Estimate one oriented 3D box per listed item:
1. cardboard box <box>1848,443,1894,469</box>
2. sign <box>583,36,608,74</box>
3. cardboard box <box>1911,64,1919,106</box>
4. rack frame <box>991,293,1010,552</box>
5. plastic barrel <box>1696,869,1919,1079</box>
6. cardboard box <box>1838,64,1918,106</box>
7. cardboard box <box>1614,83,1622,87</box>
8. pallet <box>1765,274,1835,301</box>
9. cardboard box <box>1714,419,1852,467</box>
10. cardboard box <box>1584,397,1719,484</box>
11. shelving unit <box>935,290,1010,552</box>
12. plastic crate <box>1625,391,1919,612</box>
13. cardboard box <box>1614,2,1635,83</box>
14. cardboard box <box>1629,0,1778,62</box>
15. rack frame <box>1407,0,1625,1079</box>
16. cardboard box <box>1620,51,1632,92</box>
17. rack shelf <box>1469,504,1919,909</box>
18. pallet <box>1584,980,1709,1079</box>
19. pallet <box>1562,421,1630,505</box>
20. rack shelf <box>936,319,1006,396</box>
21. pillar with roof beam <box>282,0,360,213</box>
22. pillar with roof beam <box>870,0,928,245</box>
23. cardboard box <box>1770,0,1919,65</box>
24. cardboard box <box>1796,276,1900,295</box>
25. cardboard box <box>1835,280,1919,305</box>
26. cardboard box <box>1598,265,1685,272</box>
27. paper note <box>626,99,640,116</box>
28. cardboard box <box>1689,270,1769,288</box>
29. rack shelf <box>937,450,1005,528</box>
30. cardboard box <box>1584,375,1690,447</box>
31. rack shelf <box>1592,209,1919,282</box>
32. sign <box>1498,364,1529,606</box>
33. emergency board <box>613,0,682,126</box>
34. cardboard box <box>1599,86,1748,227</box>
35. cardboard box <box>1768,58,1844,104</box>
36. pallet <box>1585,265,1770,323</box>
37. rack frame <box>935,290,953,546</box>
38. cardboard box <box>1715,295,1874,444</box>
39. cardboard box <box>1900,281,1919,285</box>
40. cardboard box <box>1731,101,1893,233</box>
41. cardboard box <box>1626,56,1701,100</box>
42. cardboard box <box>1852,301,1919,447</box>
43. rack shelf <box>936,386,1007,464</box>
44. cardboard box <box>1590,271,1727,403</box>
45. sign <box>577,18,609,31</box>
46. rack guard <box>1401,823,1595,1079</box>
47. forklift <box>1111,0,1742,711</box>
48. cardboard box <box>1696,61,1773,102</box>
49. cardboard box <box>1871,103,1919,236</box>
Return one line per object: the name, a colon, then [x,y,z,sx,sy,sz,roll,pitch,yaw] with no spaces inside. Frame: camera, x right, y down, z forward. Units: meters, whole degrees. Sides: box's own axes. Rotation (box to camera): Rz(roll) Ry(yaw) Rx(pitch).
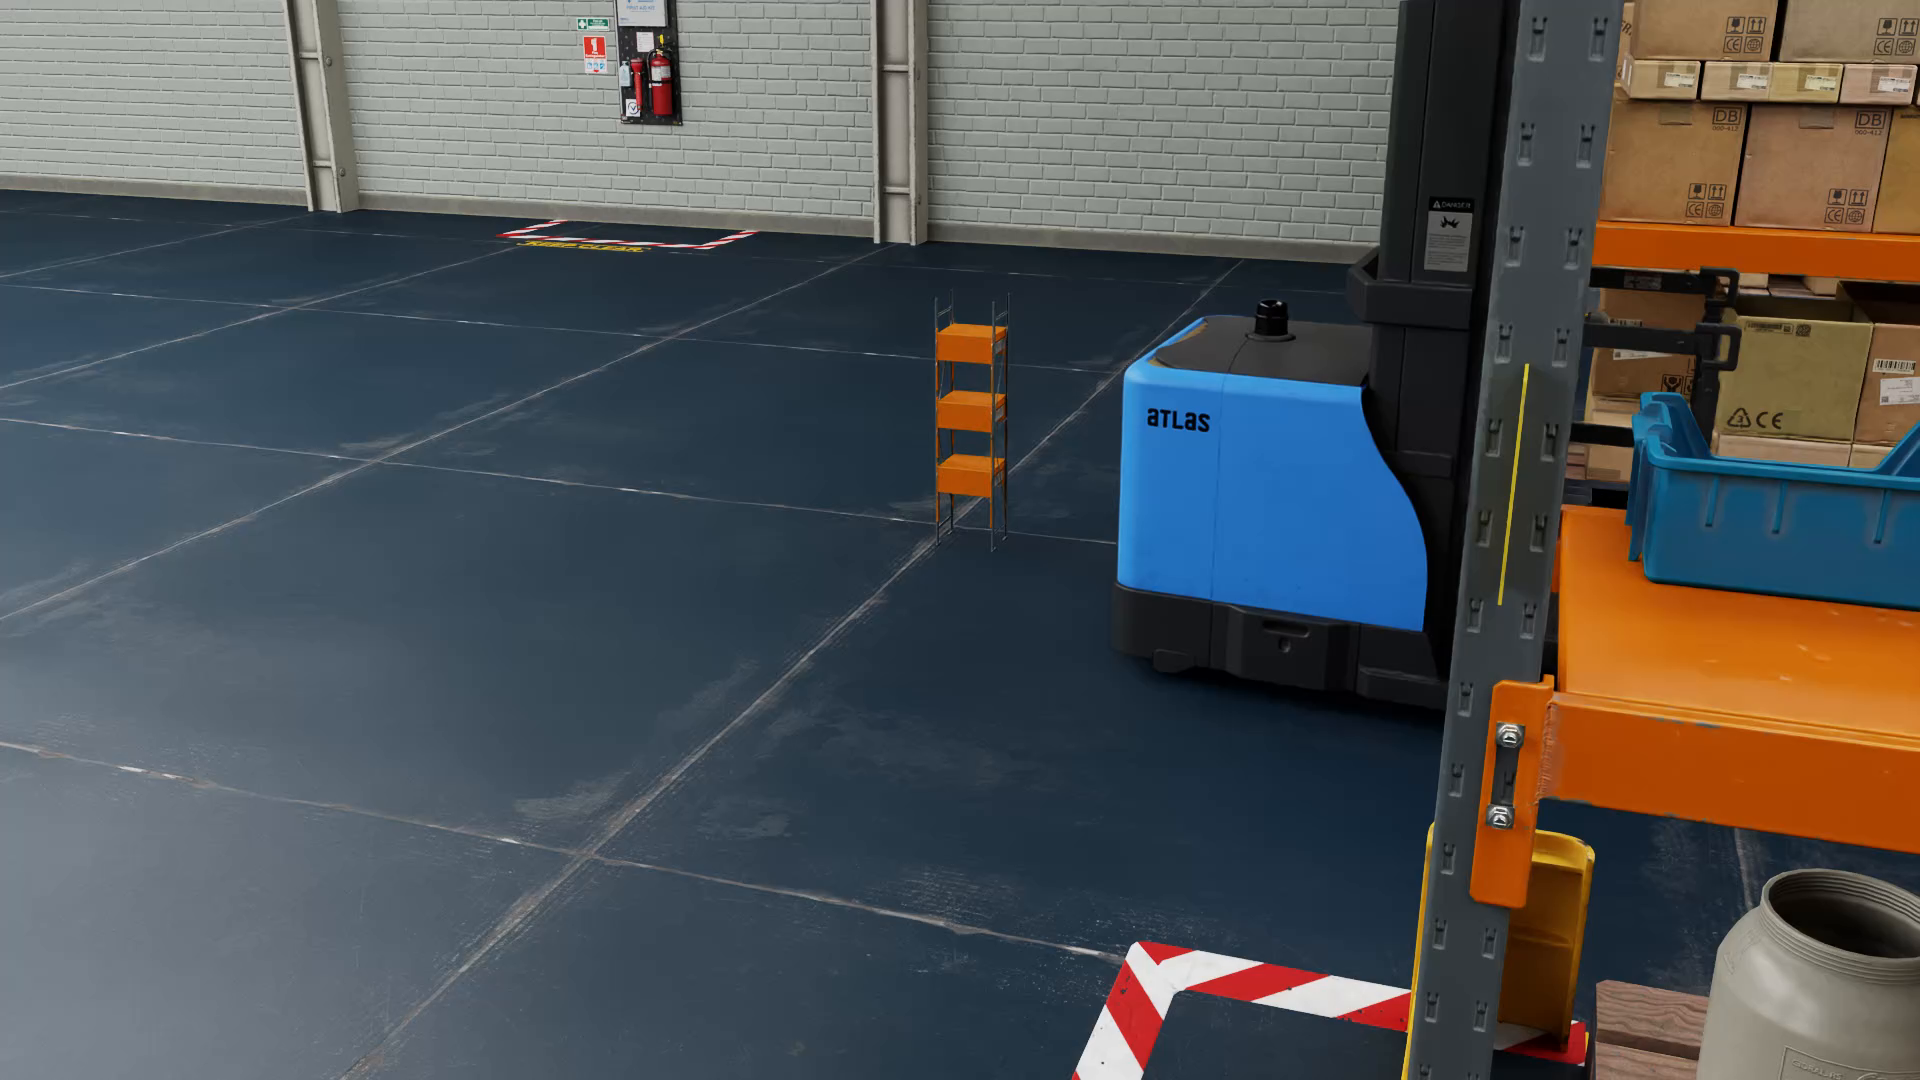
cardboard box: [3.964,-0.321,6.980,0.500,0.250,0.500,7,20,18]
sign: [-3.326,-4.425,15.159,0.234,0.329,0.001,7,20,18]
cardboard box: [3.860,-1.789,6.513,0.250,0.149,0.380,6,20,16]
rack frame: [0.166,-0.477,6.849,0.008,1.050,0.200,7,20,18]
plastic barrel: [1.602,0.908,3.056,0.421,0.512,0.421,0,19,0]
cardboard box: [3.607,-1.817,6.593,0.250,0.149,0.380,6,20,17]
cardboard box: [4.563,-2.983,11.275,0.500,0.250,0.500,6,20,16]
pallet: [6.183,-1.640,11.460,1.213,0.211,1.003,7,20,18]
cardboard box: [3.491,-0.375,7.135,0.500,0.250,0.500,7,20,18]
cardboard box: [3.018,-0.428,7.287,0.500,0.250,0.500,7,20,18]
shelving unit: [0.051,-0.490,6.887,0.252,1.050,0.215,7,20,18]
plastic crate: [1.526,-0.084,2.987,0.616,0.251,0.499,7,20,18]
cardboard box: [4.559,-3.344,11.170,0.500,0.500,0.500,7,20,18]
cardboard box: [3.071,-2.255,6.866,0.500,0.500,0.700,7,20,18]
rack frame: [0.955,-0.116,2.851,0.127,3.000,1.000,7,20,18]
cardboard box: [3.008,-2.027,7.196,0.250,0.149,0.380,6,20,17]
rack shelf: [2.844,0.440,2.350,4.000,0.370,1.077,7,20,18]
pallet: [1.808,1.284,3.072,1.213,0.211,1.003,7,20,18]
pallet: [3.320,-0.269,7.527,1.213,0.211,1.003,7,20,18]
rack shelf: [0.051,-0.748,6.797,0.240,0.259,0.215,7,20,18]
pillar with roof beam: [-7.597,-6.180,11.134,0.400,9.000,9.100,7,20,18]
pillar with roof beam: [-1.929,-5.532,9.274,0.400,9.000,9.100,7,20,18]
cardboard box: [3.570,-2.200,6.707,0.500,0.500,0.700,6,20,17]
cardboard box: [6.046,-1.964,11.284,0.500,0.500,0.700,5,20,15]
cardboard box: [4.138,-0.841,7.331,0.500,0.500,0.500,7,20,18]
cardboard box: [4.830,-2.031,11.763,0.500,0.311,0.500,4,20,12]
paper note: [-2.983,-3.941,15.163,0.142,0.148,0.016,7,20,18]
cardboard box: [5.369,-1.970,11.587,0.500,0.311,0.500,8,21,23]
rack shelf: [0.051,-0.218,6.982,0.240,0.259,0.215,7,20,18]
cardboard box: [3.188,-0.589,7.749,0.500,0.250,0.500,7,20,18]
rack shelf: [4.474,-1.100,6.767,4.000,0.370,1.077,7,20,18]
sign: [0.771,-0.076,2.316,0.005,0.325,0.100,7,20,18]
emergency board: [-2.838,-4.316,14.902,0.643,1.169,0.194,7,20,18]
cardboard box: [3.021,-1.648,7.096,0.500,0.500,0.700,7,20,18]
cardboard box: [3.370,-1.845,6.673,0.250,0.149,0.380,7,20,18]
pallet: [5.034,-1.772,11.840,1.213,0.211,1.003,7,20,18]
rack frame: [-0.065,-0.503,6.925,0.008,1.050,0.200,7,20,18]
cardboard box: [3.491,-0.729,7.010,0.500,0.500,0.500,7,20,18]
cardboard box: [6.481,-1.804,11.359,0.250,0.149,0.380,5,20,14]
cardboard box: [3.519,-1.593,6.937,0.500,0.500,0.700,7,20,19]
cardboard box: [2.884,-1.900,6.831,0.250,0.149,0.380,6,20,18]
cardboard box: [3.967,-0.679,6.867,0.500,0.500,0.500,7,20,18]
rack shelf: [0.051,-0.480,6.890,0.240,0.259,0.215,7,20,18]
cardboard box: [3.189,-0.944,7.627,0.500,0.500,0.500,7,20,18]
sign: [-3.325,-4.672,15.062,0.331,0.109,0.001,7,20,18]
rack guard: [1.042,1.058,3.281,0.348,0.500,1.175,7,20,18]
forklift: [2.092,-0.891,5.180,3.031,2.935,1.130,8,21,22]
cardboard box: [3.135,-1.872,6.752,0.250,0.149,0.380,6,20,17]
cardboard box: [3.986,-1.538,6.778,0.500,0.500,0.700,7,20,18]
